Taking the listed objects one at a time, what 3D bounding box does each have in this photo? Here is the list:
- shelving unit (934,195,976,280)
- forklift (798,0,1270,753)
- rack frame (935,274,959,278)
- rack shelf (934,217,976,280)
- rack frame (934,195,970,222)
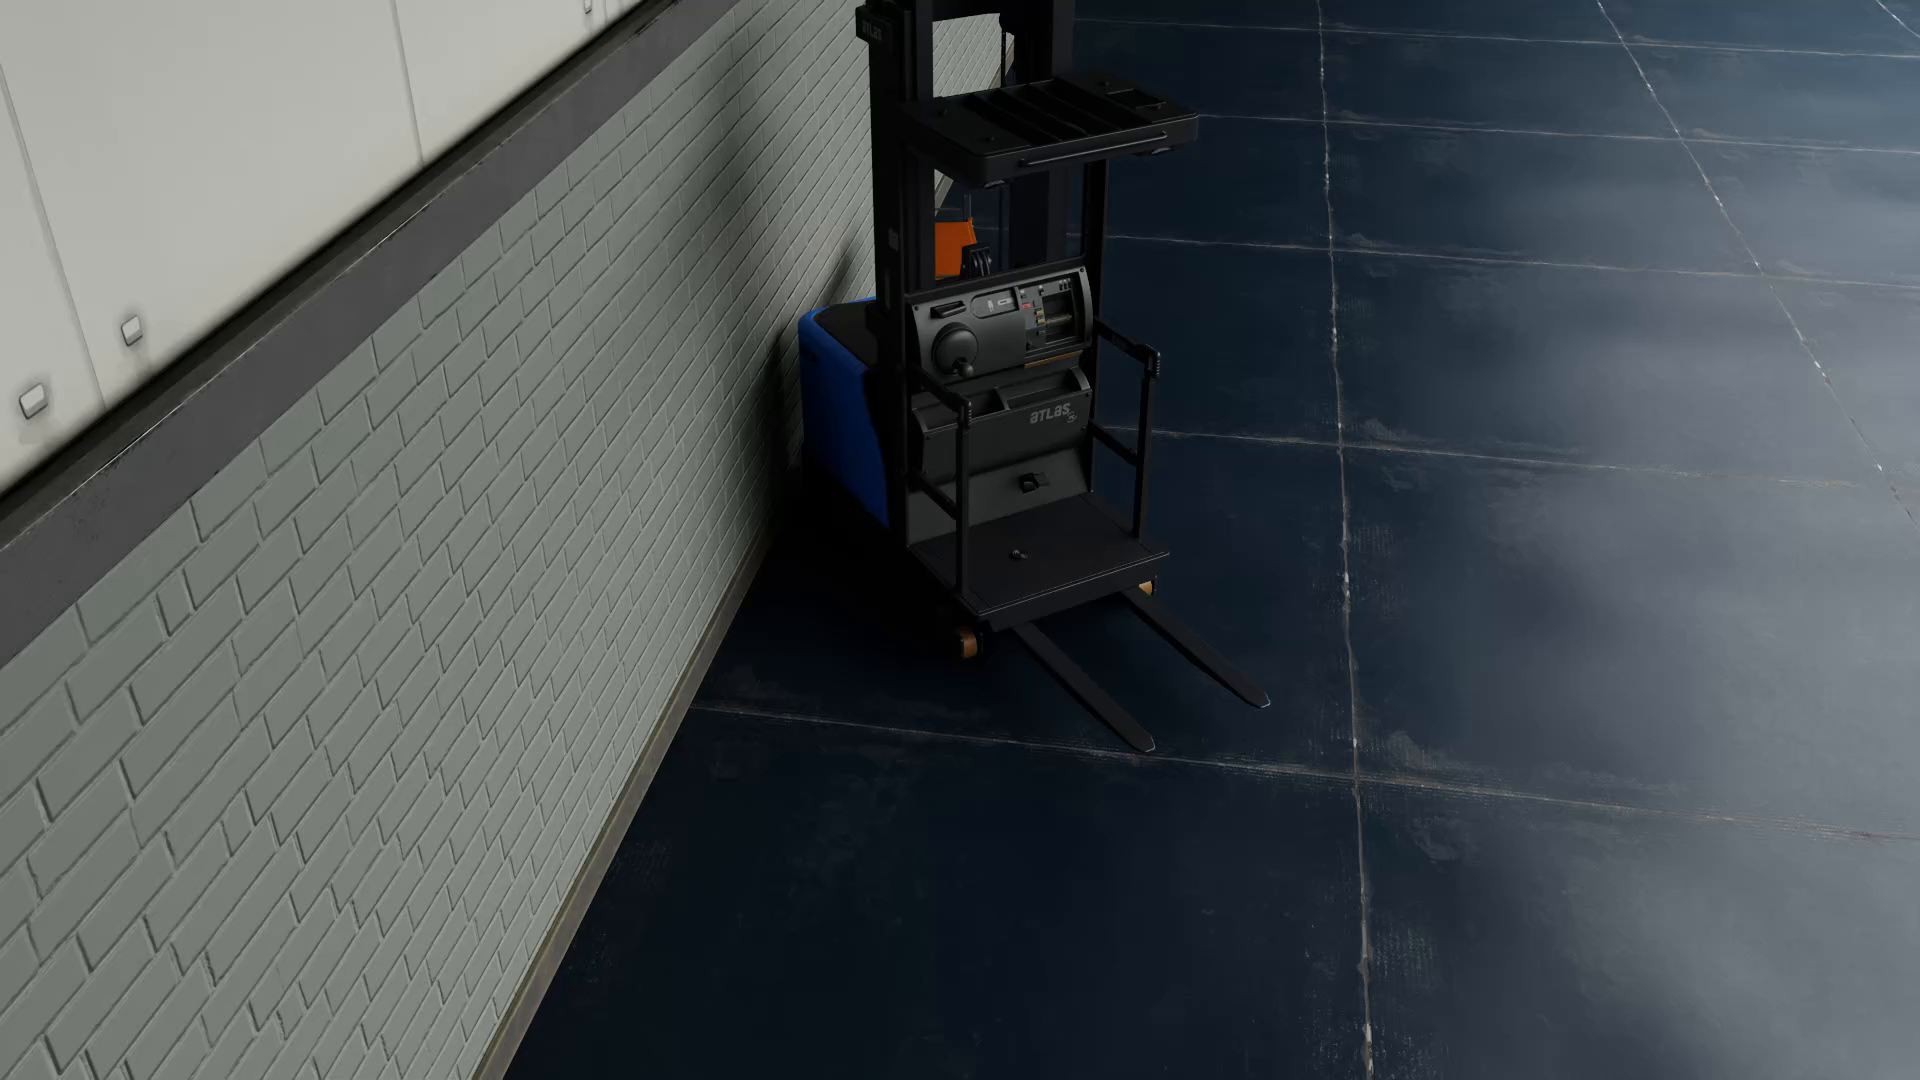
[{"bbox_3d":[-0.142,-1.296,9.761,0.538,1.125,1.048,-3,32,-4],"label":"shelving unit"},{"bbox_3d":[0.308,-0.954,7.512,1.130,2.935,3.031,-17,36,-25],"label":"forklift"},{"bbox_3d":[-0.095,-1.028,9.332,0.500,1.125,0.032,-3,32,-4],"label":"rack frame"},{"bbox_3d":[-0.142,-1.544,9.605,0.538,0.278,1.000,-3,32,-4],"label":"rack shelf"},{"bbox_3d":[-0.189,-1.565,10.190,0.500,1.125,0.032,-3,32,-4],"label":"rack frame"}]
